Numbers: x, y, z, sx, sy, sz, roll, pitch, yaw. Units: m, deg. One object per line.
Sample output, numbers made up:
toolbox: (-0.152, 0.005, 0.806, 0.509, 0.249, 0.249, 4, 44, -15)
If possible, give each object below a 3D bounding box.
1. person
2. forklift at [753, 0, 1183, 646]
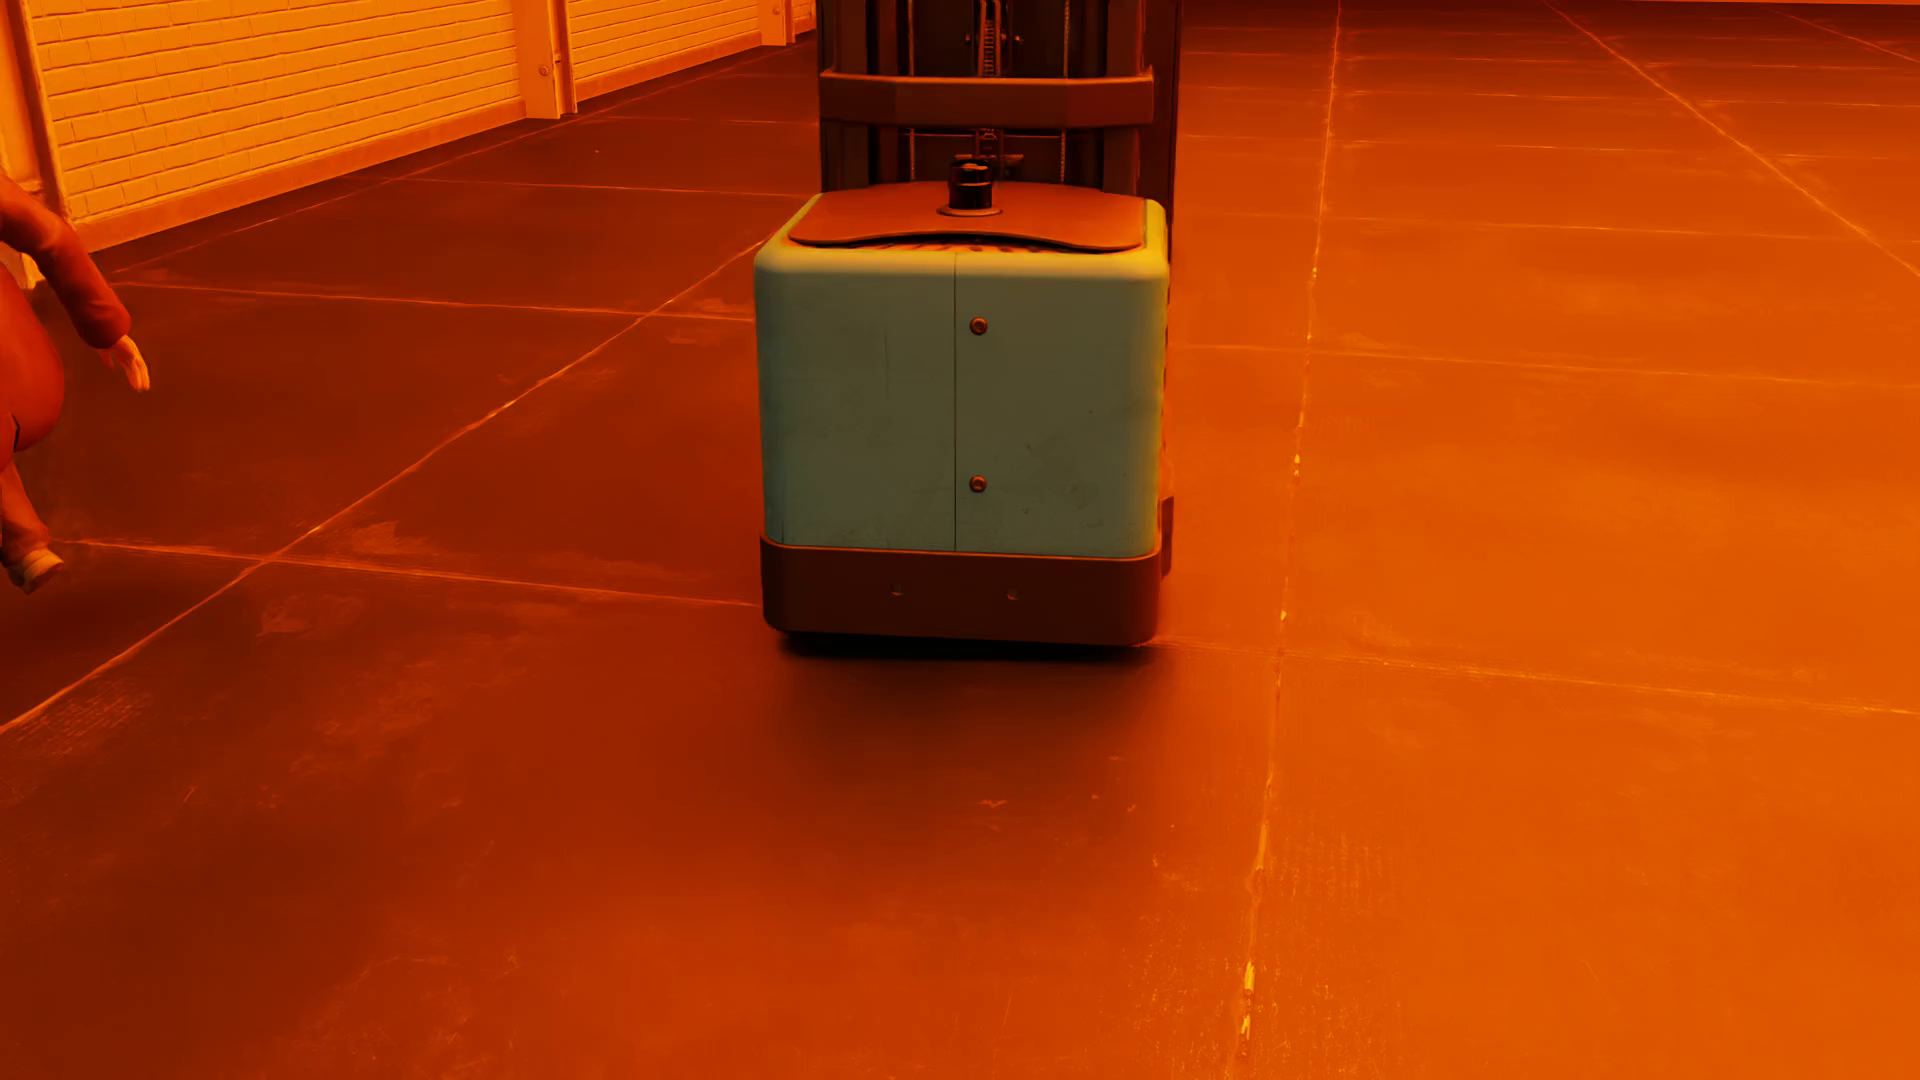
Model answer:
person: (-2.567, -0.386, 4.121, 0.705, 1.545, 0.832, 15, 26, 32)
forklift: (0.141, -1.602, 5.196, 1.130, 2.935, 3.031, 2, 22, 5)
